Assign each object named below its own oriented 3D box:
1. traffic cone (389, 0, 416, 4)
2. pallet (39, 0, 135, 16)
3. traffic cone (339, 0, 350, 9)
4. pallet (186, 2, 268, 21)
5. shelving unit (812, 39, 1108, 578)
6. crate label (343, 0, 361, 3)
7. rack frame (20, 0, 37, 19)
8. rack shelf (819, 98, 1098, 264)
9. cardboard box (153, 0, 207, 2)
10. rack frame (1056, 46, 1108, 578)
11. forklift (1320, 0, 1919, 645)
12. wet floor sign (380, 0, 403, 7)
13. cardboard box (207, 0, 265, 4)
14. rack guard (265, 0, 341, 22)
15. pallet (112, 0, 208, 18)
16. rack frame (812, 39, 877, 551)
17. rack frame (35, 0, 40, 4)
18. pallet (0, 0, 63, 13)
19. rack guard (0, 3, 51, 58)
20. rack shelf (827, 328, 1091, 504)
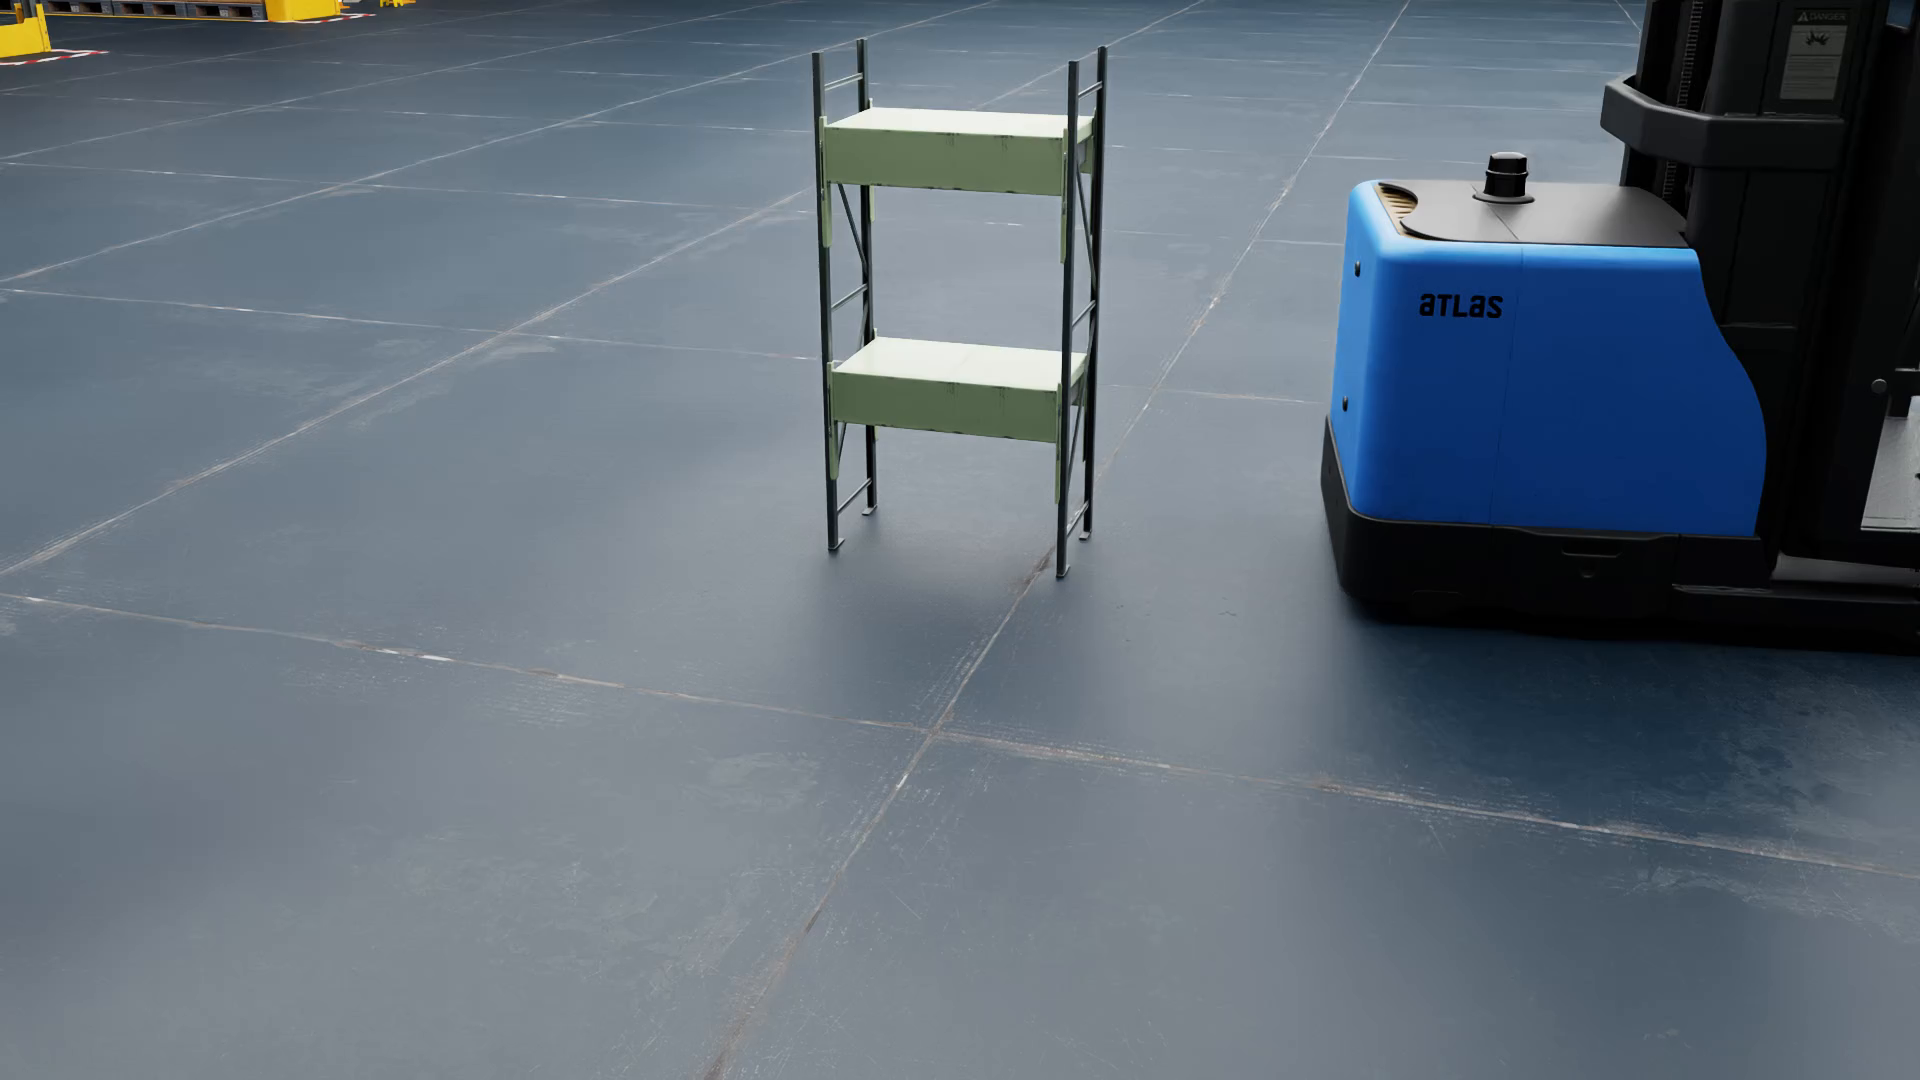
[{"bbox_3d":[-8.339,-8.239,24.745,0.334,0.463,0.336,7,23,16],"label":"traffic cone"},{"bbox_3d":[-12.017,-7.502,23.280,1.213,0.211,1.003,7,23,15],"label":"pallet"},{"bbox_3d":[-8.991,-7.865,23.835,0.334,0.463,0.336,7,23,16],"label":"traffic cone"},{"bbox_3d":[-9.681,-7.234,22.628,1.213,0.211,1.003,7,23,15],"label":"pallet"},{"bbox_3d":[0.006,-0.693,4.984,0.755,1.500,0.431,7,23,16],"label":"shelving unit"},{"bbox_3d":[-9.109,-8.152,24.962,0.298,0.136,0.250,-5,23,-12],"label":"crate label"},{"bbox_3d":[-10.422,-6.674,17.588,0.127,3.000,1.000,7,23,16],"label":"rack frame"},{"bbox_3d":[0.006,-1.054,4.836,0.720,0.370,0.431,7,23,16],"label":"rack shelf"},{"bbox_3d":[-10.404,-7.822,22.634,0.875,0.875,0.875,6,23,15],"label":"cardboard box"},{"bbox_3d":[0.357,-0.653,4.886,0.023,1.500,0.400,7,23,16],"label":"rack frame"},{"bbox_3d":[2.648,-1.245,4.444,3.031,2.935,1.130,3,22,7],"label":"forklift"},{"bbox_3d":[-8.293,-8.092,24.147,0.232,0.644,0.267,3,22,6],"label":"wet floor sign"},{"bbox_3d":[-9.561,-7.727,22.400,0.875,0.875,0.875,7,23,16],"label":"cardboard box"},{"bbox_3d":[-8.870,-7.306,22.422,0.348,0.500,1.175,7,23,16],"label":"rack guard"},{"bbox_3d":[-10.845,-7.369,22.956,1.213,0.211,1.003,7,23,15],"label":"pallet"},{"bbox_3d":[-0.344,-0.733,5.081,0.023,1.500,0.400,7,23,16],"label":"rack frame"},{"bbox_3d":[-12.722,-8.904,23.023,0.127,3.000,1.000,7,23,16],"label":"rack frame"},{"bbox_3d":[-13.483,-7.671,23.692,1.213,0.211,1.003,7,23,16],"label":"pallet"},{"bbox_3d":[-10.495,-5.526,18.083,0.348,0.500,1.175,7,23,16],"label":"rack guard"},{"bbox_3d":[0.006,-0.392,5.107,0.720,0.370,0.431,7,23,16],"label":"rack shelf"}]
